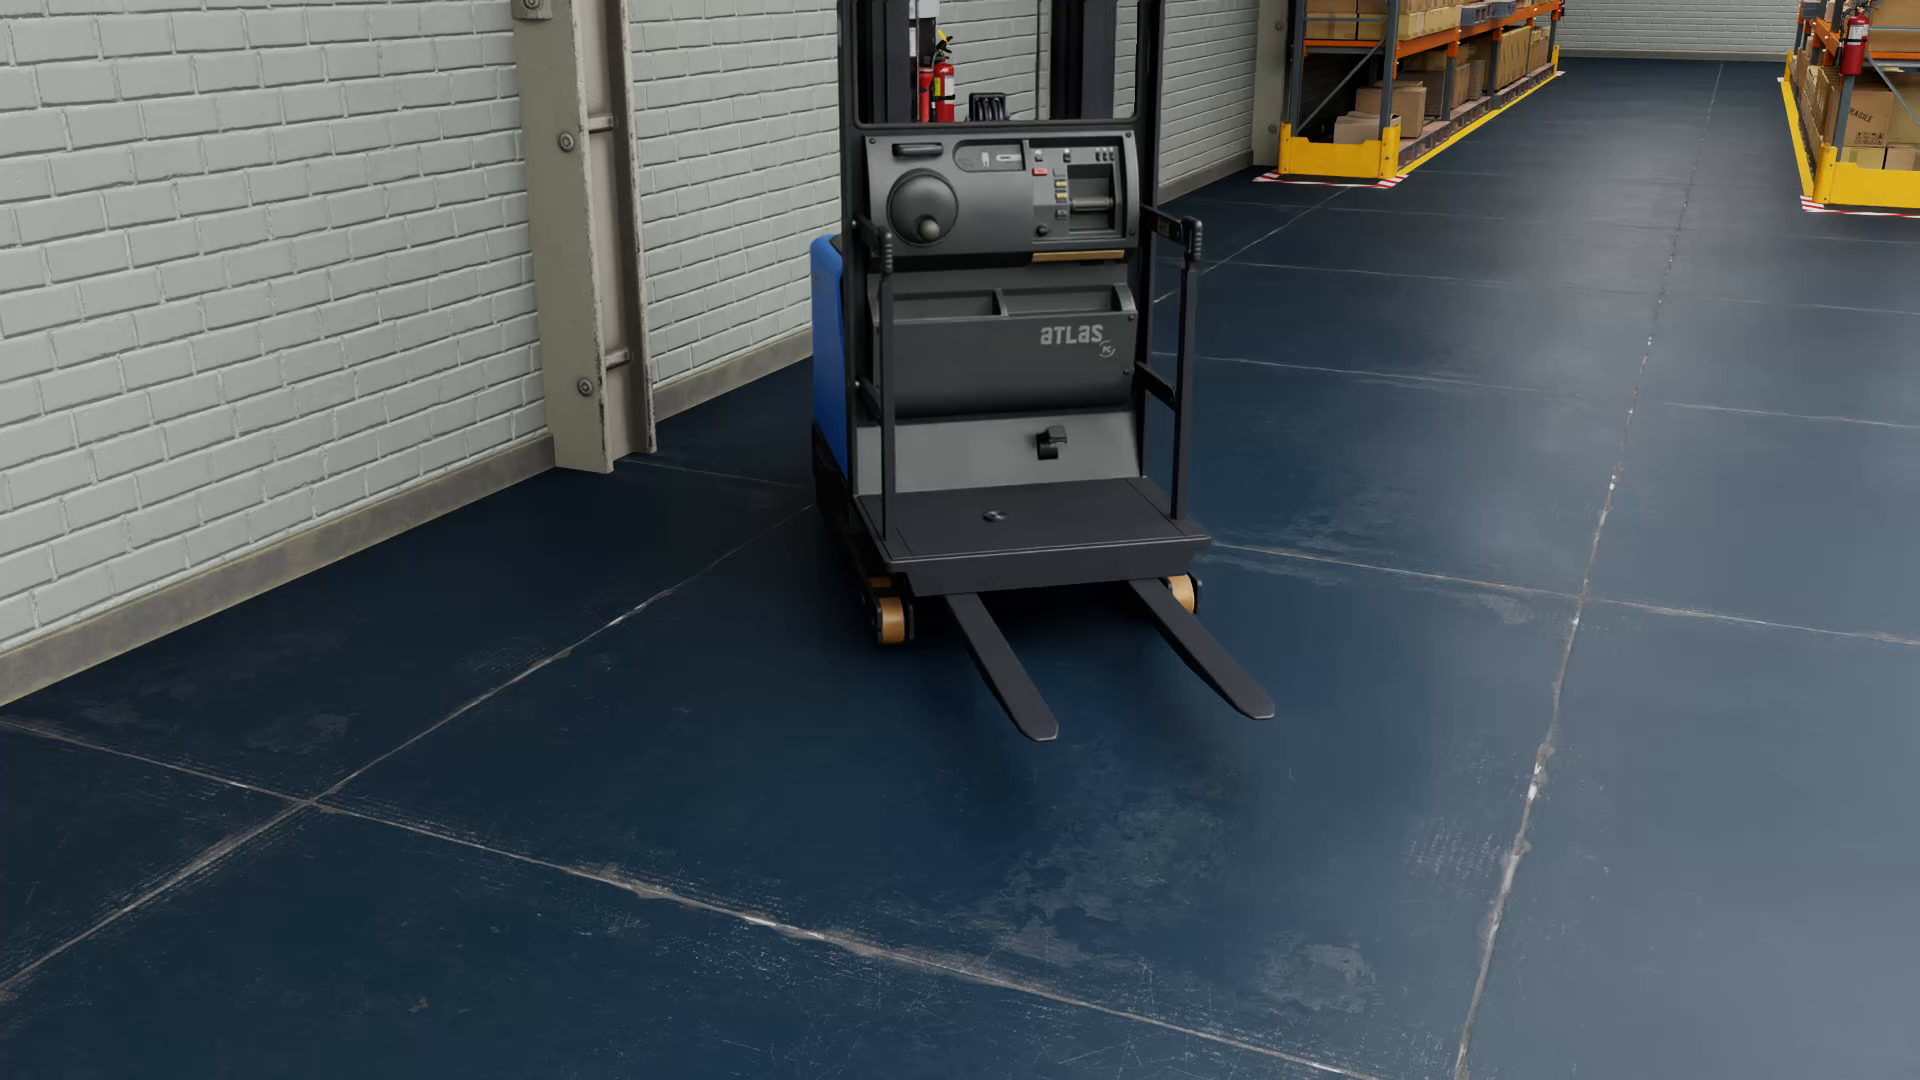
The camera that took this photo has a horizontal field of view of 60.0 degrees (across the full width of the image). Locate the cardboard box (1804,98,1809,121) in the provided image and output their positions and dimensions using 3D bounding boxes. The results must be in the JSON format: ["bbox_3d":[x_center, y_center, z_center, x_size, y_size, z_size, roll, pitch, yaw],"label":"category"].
[{"bbox_3d":[10.500,-5.201,20.093,0.500,0.250,0.500,9,21,24],"label":"cardboard box"}]

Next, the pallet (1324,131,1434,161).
[{"bbox_3d":[4.706,-4.446,18.655,1.003,0.211,1.213,9,21,23],"label":"pallet"}]

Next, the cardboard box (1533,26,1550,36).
[{"bbox_3d":[10.279,-9.046,29.565,0.380,0.149,0.250,8,21,22],"label":"cardboard box"}]

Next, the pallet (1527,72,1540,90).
[{"bbox_3d":[9.105,-7.698,27.798,1.003,0.211,1.213,9,21,23],"label":"pallet"}]

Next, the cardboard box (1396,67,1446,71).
[{"bbox_3d":[5.899,-5.766,21.279,0.700,0.500,0.500,8,21,22],"label":"cardboard box"}]

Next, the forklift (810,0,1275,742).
[{"bbox_3d":[0.195,-1.168,5.378,1.130,2.935,3.031,-4,20,-12],"label":"forklift"}]

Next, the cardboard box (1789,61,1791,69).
[{"bbox_3d":[14.396,-8.117,28.415,0.380,0.149,0.250,9,21,23],"label":"cardboard box"}]

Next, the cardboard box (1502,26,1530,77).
[{"bbox_3d":[8.575,-7.758,26.389,0.750,0.750,0.750,9,21,23],"label":"cardboard box"}]

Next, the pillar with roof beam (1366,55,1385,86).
[{"bbox_3d":[9.691,-9.524,19.820,9.100,9.000,0.400,9,21,23],"label":"pillar with roof beam"}]

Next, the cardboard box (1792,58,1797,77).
[{"bbox_3d":[13.525,-7.494,26.420,0.500,0.311,0.500,9,21,23],"label":"cardboard box"}]

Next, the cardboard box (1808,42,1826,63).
[{"bbox_3d":[11.794,-6.607,22.525,0.500,0.250,0.500,9,22,25],"label":"cardboard box"}]

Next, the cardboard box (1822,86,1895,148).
[{"bbox_3d":[8.278,-3.903,15.325,0.500,0.500,0.500,9,21,23],"label":"cardboard box"}]

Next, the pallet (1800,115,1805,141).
[{"bbox_3d":[10.732,-4.957,20.091,1.003,0.211,1.213,9,21,23],"label":"pallet"}]

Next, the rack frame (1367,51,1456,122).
[{"bbox_3d":[5.447,-6.344,19.831,1.000,3.000,0.127,9,21,23],"label":"rack frame"}]

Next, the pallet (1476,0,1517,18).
[{"bbox_3d":[6.890,-7.244,22.648,1.213,0.211,1.003,9,21,23],"label":"pallet"}]

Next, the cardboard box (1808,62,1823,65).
[{"bbox_3d":[11.774,-6.236,22.601,0.500,0.500,0.500,9,22,25],"label":"cardboard box"}]

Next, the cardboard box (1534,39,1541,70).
[{"bbox_3d":[9.543,-8.334,28.530,0.700,0.500,0.500,9,22,24],"label":"cardboard box"}]

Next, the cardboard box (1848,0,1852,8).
[{"bbox_3d":[10.933,-6.420,19.896,0.500,0.500,0.500,7,21,20],"label":"cardboard box"}]

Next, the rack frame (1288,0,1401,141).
[{"bbox_3d":[3.809,-5.121,16.393,1.000,3.000,0.127,9,21,23],"label":"rack frame"}]

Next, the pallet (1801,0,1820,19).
[{"bbox_3d":[11.819,-7.015,22.003,1.213,0.211,1.003,9,21,23],"label":"pallet"}]

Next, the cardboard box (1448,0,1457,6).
[{"bbox_3d":[5.336,-6.296,18.770,0.500,0.500,0.500,8,21,22],"label":"cardboard box"}]

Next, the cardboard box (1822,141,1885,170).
[{"bbox_3d":[8.280,-3.550,15.450,0.500,0.250,0.500,9,21,23],"label":"cardboard box"}]

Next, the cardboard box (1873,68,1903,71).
[{"bbox_3d":[11.409,-5.701,20.663,0.500,0.311,0.500,8,21,22],"label":"cardboard box"}]

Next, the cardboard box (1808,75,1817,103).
[{"bbox_3d":[10.286,-5.307,19.556,0.500,0.311,0.500,8,21,23],"label":"cardboard box"}]

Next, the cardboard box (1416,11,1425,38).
[{"bbox_3d":[4.498,-5.326,17.163,0.500,0.250,0.500,8,21,21],"label":"cardboard box"}]

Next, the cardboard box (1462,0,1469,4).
[{"bbox_3d":[5.922,-6.919,20.643,0.700,0.500,0.500,11,22,28],"label":"cardboard box"}]

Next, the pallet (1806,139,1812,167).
[{"bbox_3d":[9.604,-4.114,17.723,1.003,0.211,1.213,9,21,23],"label":"pallet"}]

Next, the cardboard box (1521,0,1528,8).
[{"bbox_3d":[8.559,-8.296,25.666,0.380,0.149,0.250,9,21,23],"label":"cardboard box"}]

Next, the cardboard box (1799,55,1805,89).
[{"bbox_3d":[12.615,-6.862,24.360,0.500,0.500,0.500,9,21,23],"label":"cardboard box"}]

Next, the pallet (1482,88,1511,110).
[{"bbox_3d":[7.476,-6.484,24.385,1.003,0.211,1.213,9,21,23],"label":"pallet"}]

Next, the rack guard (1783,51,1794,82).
[{"bbox_3d":[14.850,-8.133,28.592,1.175,0.500,0.348,9,21,23],"label":"rack guard"}]

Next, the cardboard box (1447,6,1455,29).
[{"bbox_3d":[5.318,-5.945,18.904,0.500,0.250,0.500,9,21,23],"label":"cardboard box"}]

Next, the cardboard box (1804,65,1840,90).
[{"bbox_3d":[11.123,-5.935,21.321,0.500,0.311,0.500,9,22,25],"label":"cardboard box"}]

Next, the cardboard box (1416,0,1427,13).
[{"bbox_3d":[4.490,-5.668,17.004,0.500,0.500,0.500,9,21,23],"label":"cardboard box"}]

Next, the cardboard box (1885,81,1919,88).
[{"bbox_3d":[9.148,-4.140,15.990,0.500,0.500,0.500,9,21,23],"label":"cardboard box"}]

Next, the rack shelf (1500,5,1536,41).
[{"bbox_3d":[7.904,-7.839,25.109,1.077,0.370,4.000,9,21,23],"label":"rack shelf"}]

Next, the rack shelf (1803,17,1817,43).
[{"bbox_3d":[12.425,-7.161,23.201,1.077,0.370,4.000,9,21,23],"label":"rack shelf"}]

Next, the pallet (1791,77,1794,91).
[{"bbox_3d":[14.024,-7.381,26.909,1.003,0.211,1.213,9,21,23],"label":"pallet"}]

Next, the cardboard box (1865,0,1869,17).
[{"bbox_3d":[8.952,-4.943,15.742,0.700,0.500,0.500,9,21,23],"label":"cardboard box"}]

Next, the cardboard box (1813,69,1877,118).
[{"bbox_3d":[9.294,-4.669,17.477,0.500,0.500,0.500,9,21,23],"label":"cardboard box"}]

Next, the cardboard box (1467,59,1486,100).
[{"bbox_3d":[6.837,-6.369,22.976,0.700,0.500,0.500,9,21,23],"label":"cardboard box"}]

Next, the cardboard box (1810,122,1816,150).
[{"bbox_3d":[9.082,-4.164,17.176,0.500,0.250,0.500,9,21,23],"label":"cardboard box"}]

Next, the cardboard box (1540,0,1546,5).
[{"bbox_3d":[9.264,-9.317,27.743,0.980,0.700,0.700,8,21,21],"label":"cardboard box"}]

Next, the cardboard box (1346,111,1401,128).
[{"bbox_3d":[4.408,-4.435,17.820,0.500,0.311,0.500,11,22,27],"label":"cardboard box"}]

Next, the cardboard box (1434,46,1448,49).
[{"bbox_3d":[6.120,-6.249,21.518,0.500,0.250,0.500,8,21,21],"label":"cardboard box"}]
